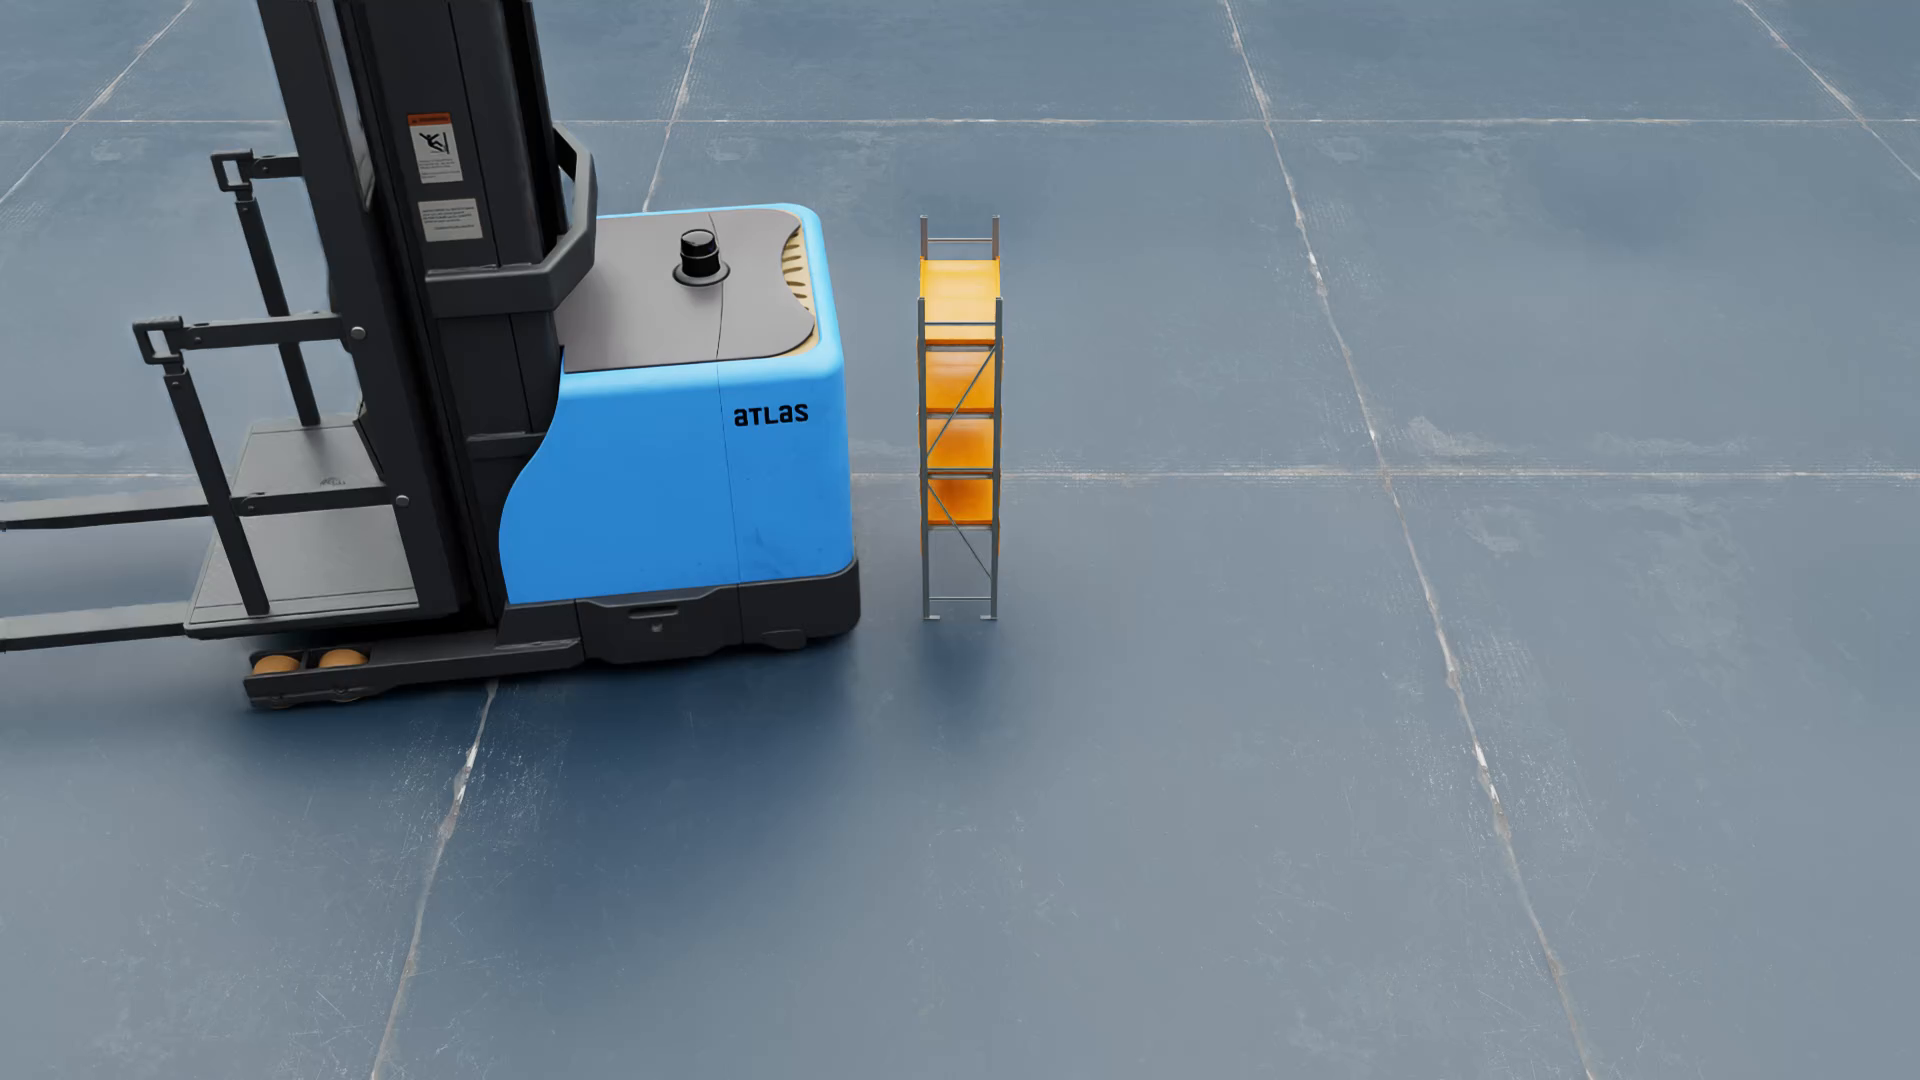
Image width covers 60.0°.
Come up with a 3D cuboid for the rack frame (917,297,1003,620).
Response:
[{"bbox_3d":[0.000,-0.212,5.055,0.240,1.200,0.015,0,39,0],"label":"rack frame"}]

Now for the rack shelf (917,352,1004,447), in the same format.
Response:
[{"bbox_3d":[0.000,-0.487,5.148,0.258,0.148,0.480,0,39,0],"label":"rack shelf"}]

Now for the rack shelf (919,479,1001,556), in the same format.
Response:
[{"bbox_3d":[0.000,-0.157,5.412,0.258,0.148,0.480,0,39,0],"label":"rack shelf"}]

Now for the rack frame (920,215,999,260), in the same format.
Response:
[{"bbox_3d":[0.000,-0.517,5.436,0.240,1.200,0.015,0,39,0],"label":"rack frame"}]

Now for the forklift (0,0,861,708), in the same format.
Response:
[{"bbox_3d":[-1.879,-0.982,4.631,3.031,2.935,1.130,-5,39,-7],"label":"forklift"}]

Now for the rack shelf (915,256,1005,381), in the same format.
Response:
[{"bbox_3d":[0.000,-0.671,5.000,0.258,0.148,0.480,0,39,0],"label":"rack shelf"}]

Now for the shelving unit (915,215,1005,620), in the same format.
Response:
[{"bbox_3d":[0.000,-0.365,5.246,0.258,1.200,0.503,0,39,0],"label":"shelving unit"}]

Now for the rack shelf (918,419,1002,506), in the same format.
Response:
[{"bbox_3d":[0.000,-0.312,5.288,0.258,0.148,0.480,0,39,0],"label":"rack shelf"}]
